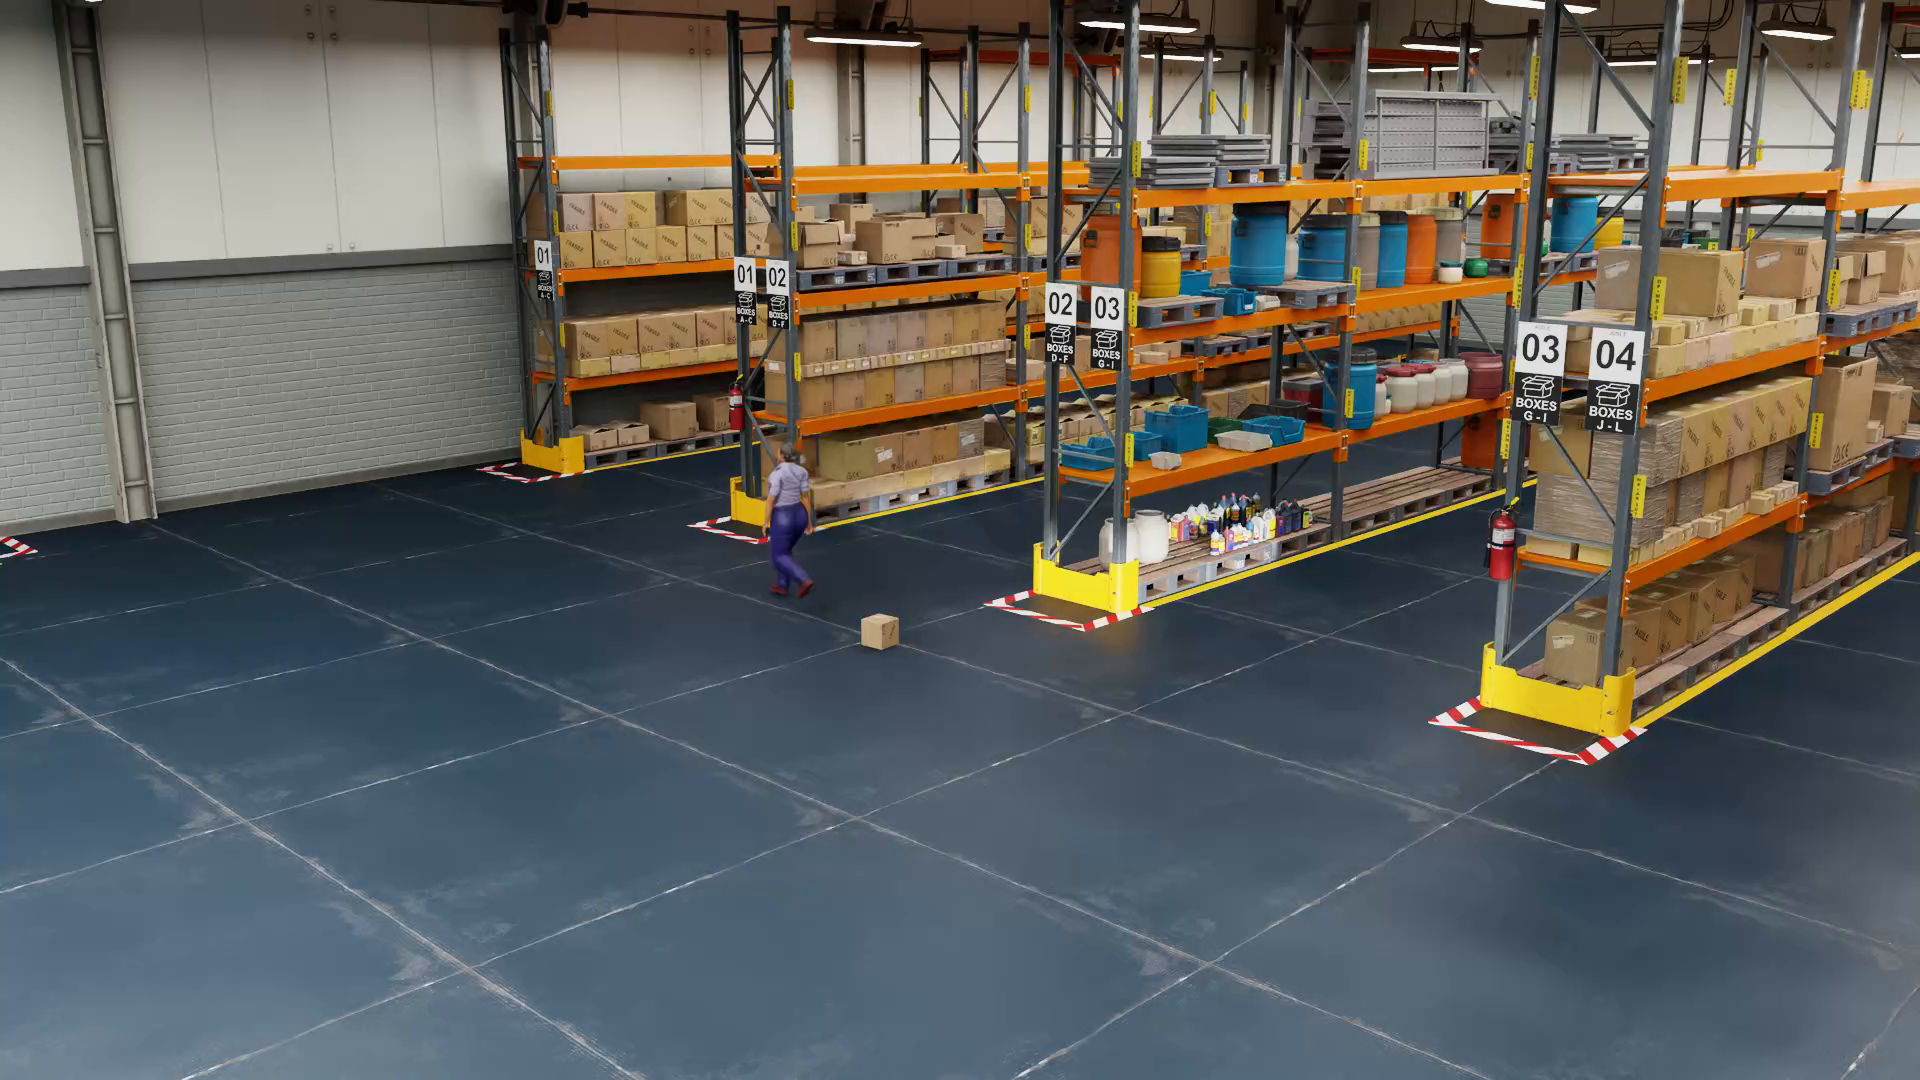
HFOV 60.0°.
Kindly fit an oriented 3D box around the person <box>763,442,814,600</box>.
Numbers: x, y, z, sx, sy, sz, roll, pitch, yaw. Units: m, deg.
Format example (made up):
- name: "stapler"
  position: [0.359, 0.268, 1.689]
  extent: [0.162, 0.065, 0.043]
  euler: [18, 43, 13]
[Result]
- name: "person"
  position: [-1.722, -0.191, 16.774]
  extent: [0.492, 1.605, 0.837]
  euler: [-13, 19, -43]
